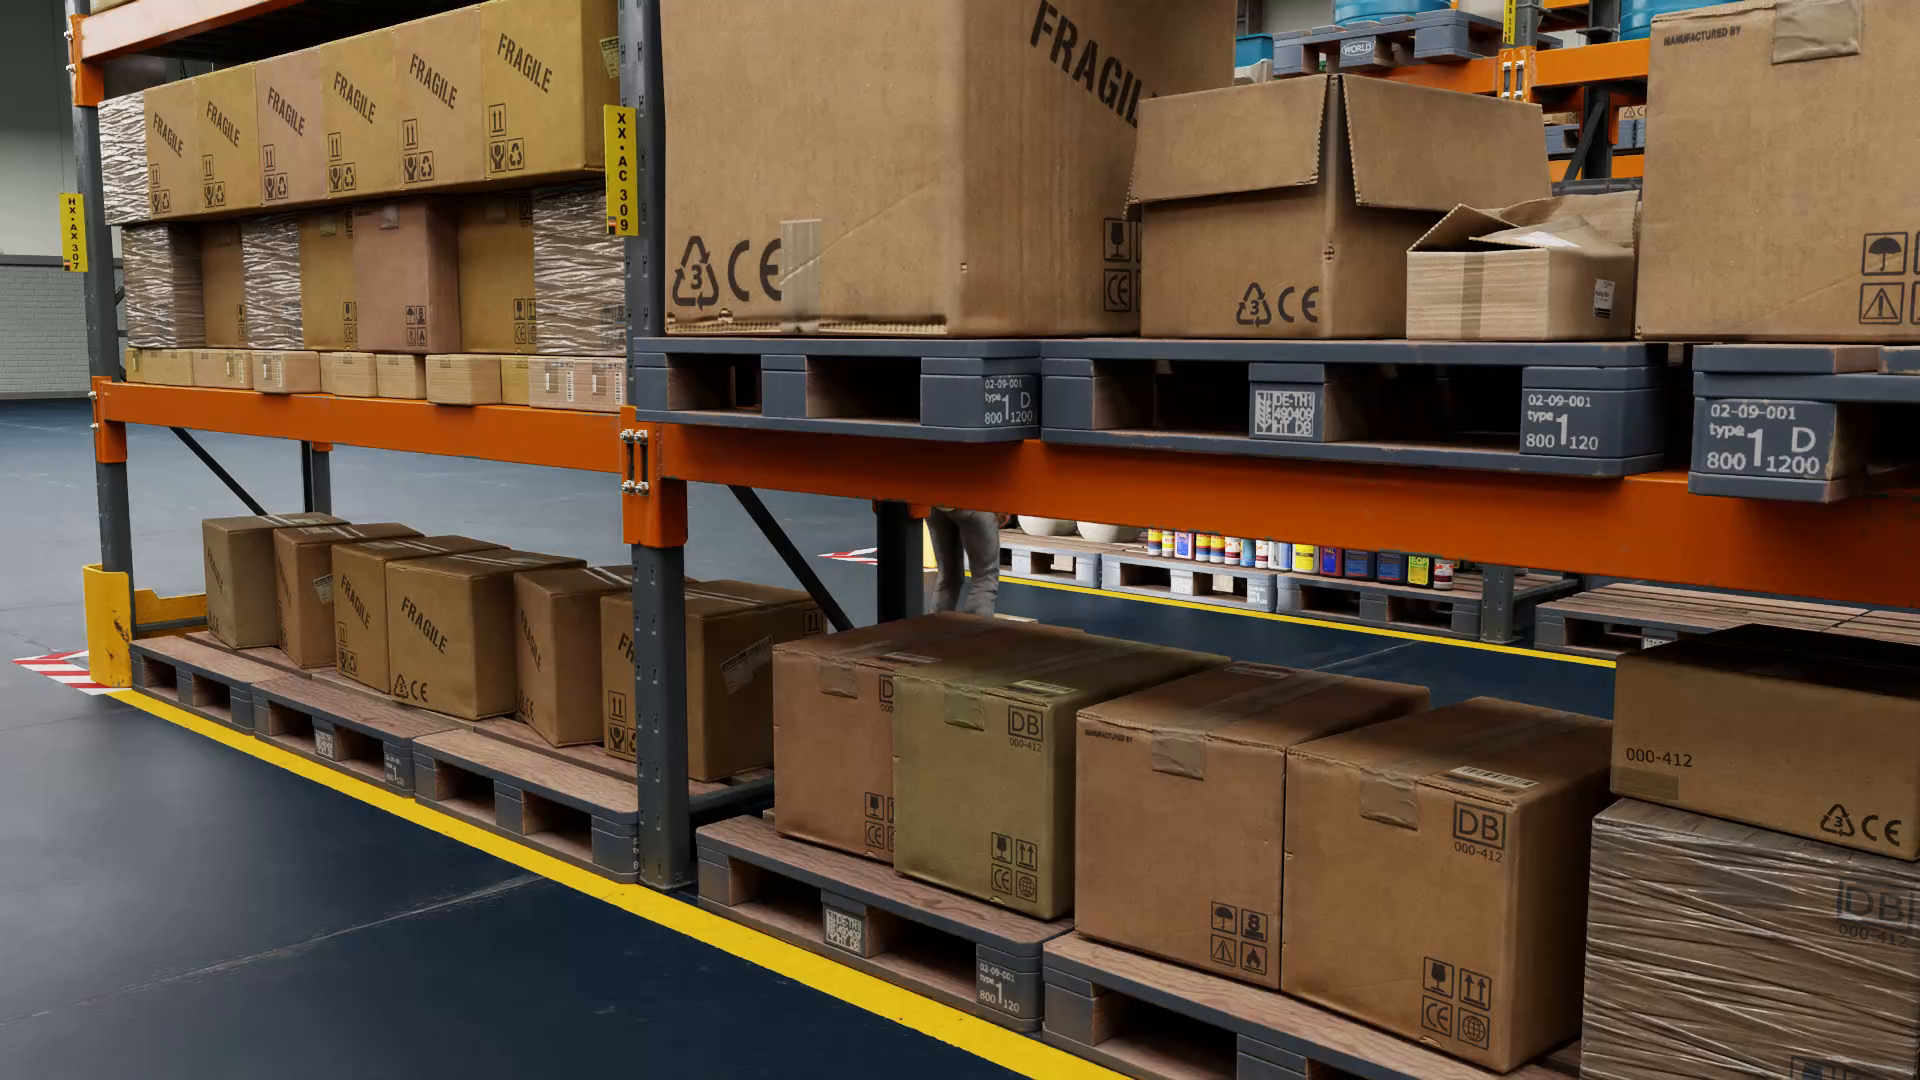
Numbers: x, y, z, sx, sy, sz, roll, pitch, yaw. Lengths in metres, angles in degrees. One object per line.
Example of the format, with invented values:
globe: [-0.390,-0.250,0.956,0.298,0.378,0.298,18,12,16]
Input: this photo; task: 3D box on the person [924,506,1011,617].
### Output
person: [6.793,-1.500,0.151,19.576,6.000,24.600,7,10,42]
